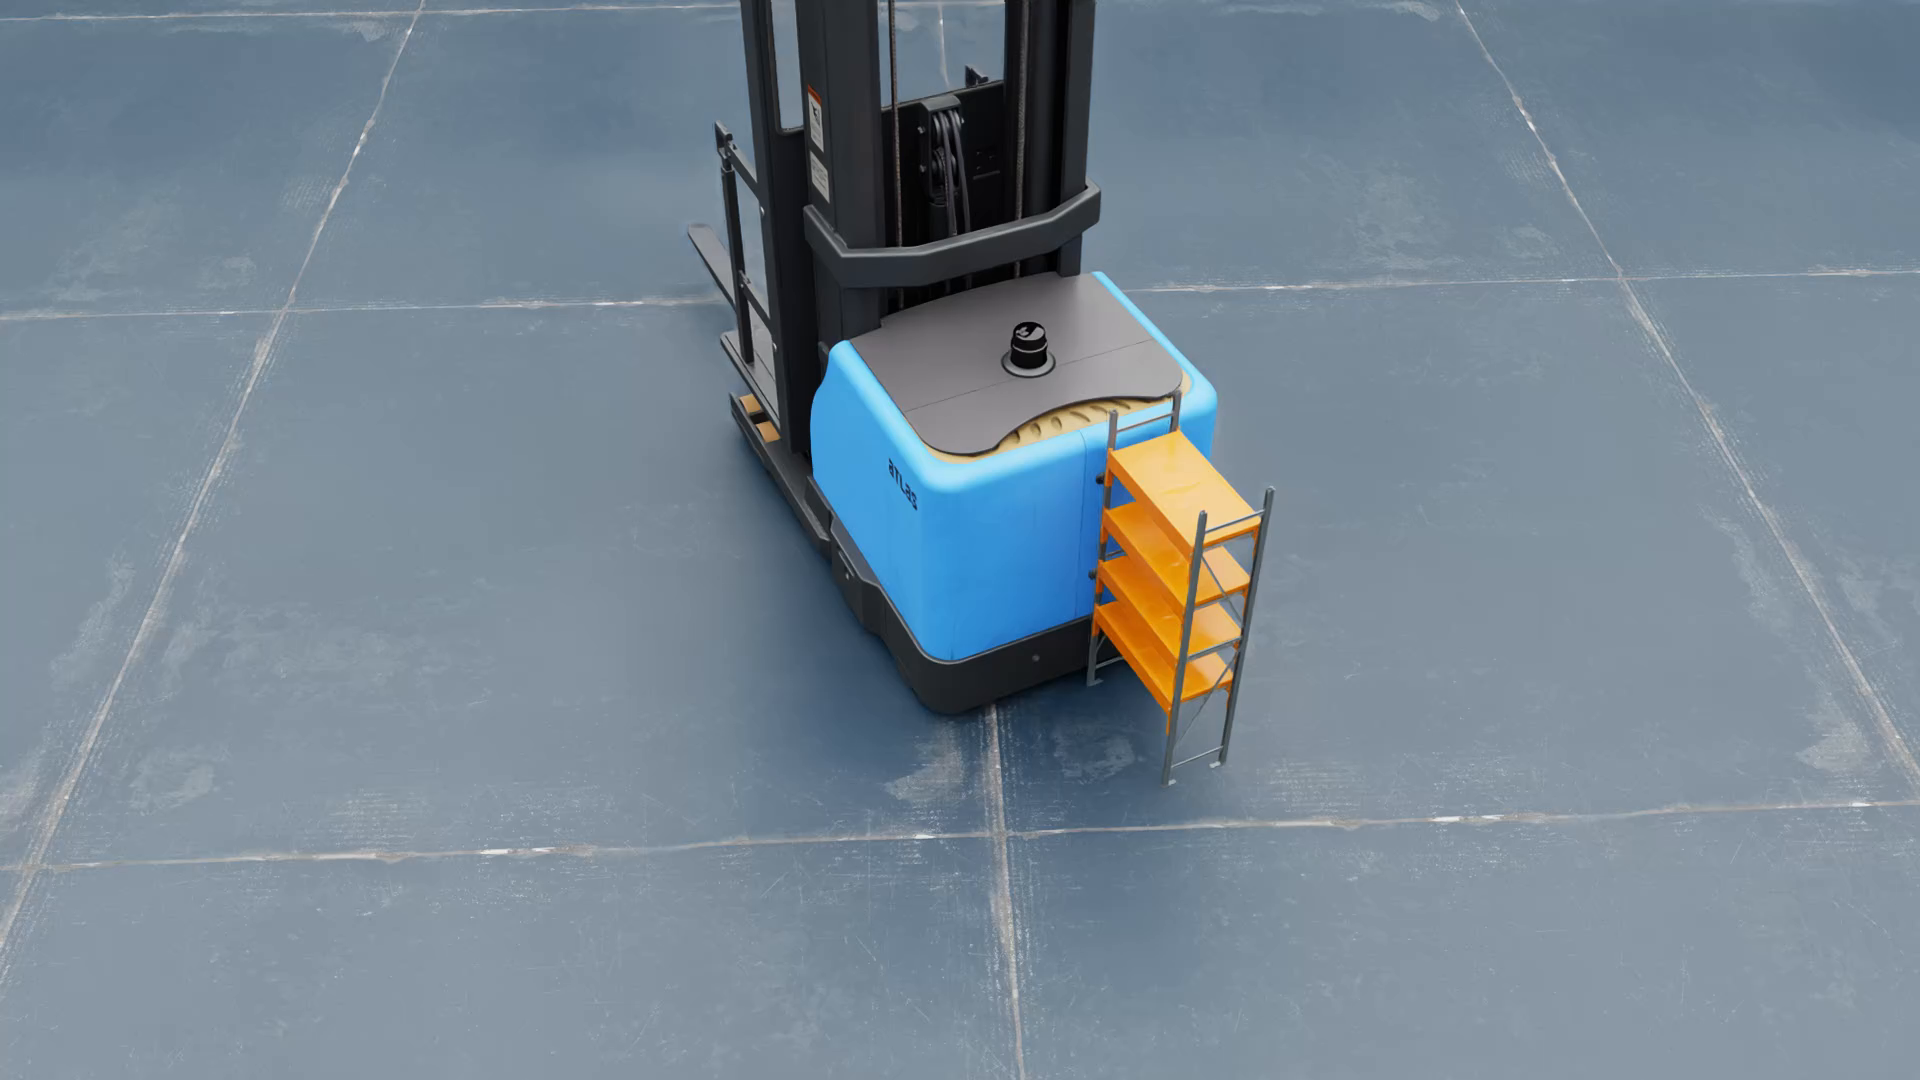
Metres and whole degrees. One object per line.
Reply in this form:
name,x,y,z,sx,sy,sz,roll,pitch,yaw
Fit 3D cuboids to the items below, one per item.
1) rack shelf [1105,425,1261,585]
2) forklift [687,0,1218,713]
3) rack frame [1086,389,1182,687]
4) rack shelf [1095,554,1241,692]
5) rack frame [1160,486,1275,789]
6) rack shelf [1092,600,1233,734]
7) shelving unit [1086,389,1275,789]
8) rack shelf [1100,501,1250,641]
rack shelf,0.658,-0.110,4.895,0.258,0.148,0.480,-18,46,-19
forklift,-0.267,-1.504,5.722,1.130,2.935,3.031,-18,45,-19
rack frame,0.548,0.026,5.324,0.240,1.200,0.015,-18,46,-19
rack shelf,0.655,0.226,5.210,0.258,0.148,0.480,-18,46,-19
rack frame,0.763,0.327,5.005,0.240,1.200,0.015,-18,46,-19
rack shelf,0.654,0.370,5.346,0.258,0.148,0.480,-18,46,-19
shelving unit,0.655,0.177,5.164,0.258,1.200,0.503,-18,46,-19
rack shelf,0.656,0.063,5.057,0.258,0.148,0.480,-18,46,-19
